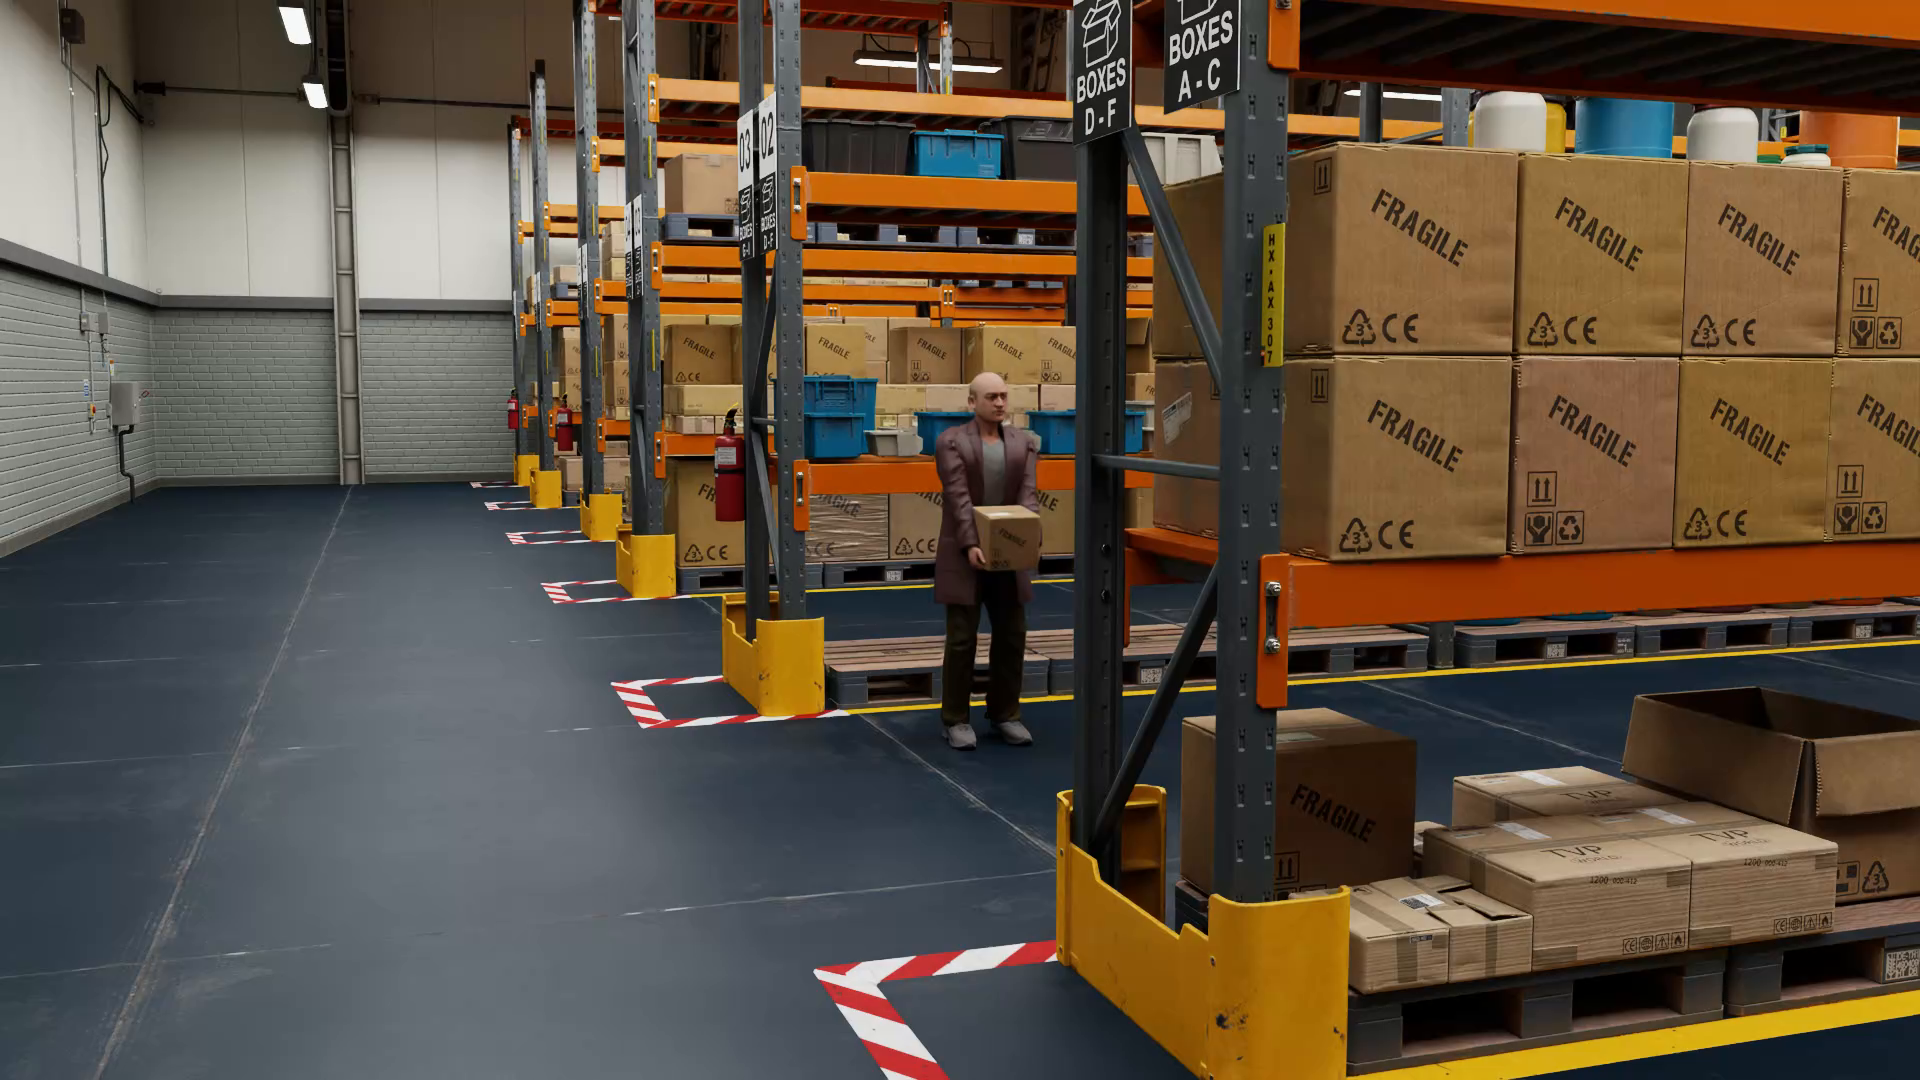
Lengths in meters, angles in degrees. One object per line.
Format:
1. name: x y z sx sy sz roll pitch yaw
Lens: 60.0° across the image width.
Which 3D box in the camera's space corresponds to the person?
1. person: 0.147 0.098 7.897 0.529 1.779 0.559 -2 6 -20
